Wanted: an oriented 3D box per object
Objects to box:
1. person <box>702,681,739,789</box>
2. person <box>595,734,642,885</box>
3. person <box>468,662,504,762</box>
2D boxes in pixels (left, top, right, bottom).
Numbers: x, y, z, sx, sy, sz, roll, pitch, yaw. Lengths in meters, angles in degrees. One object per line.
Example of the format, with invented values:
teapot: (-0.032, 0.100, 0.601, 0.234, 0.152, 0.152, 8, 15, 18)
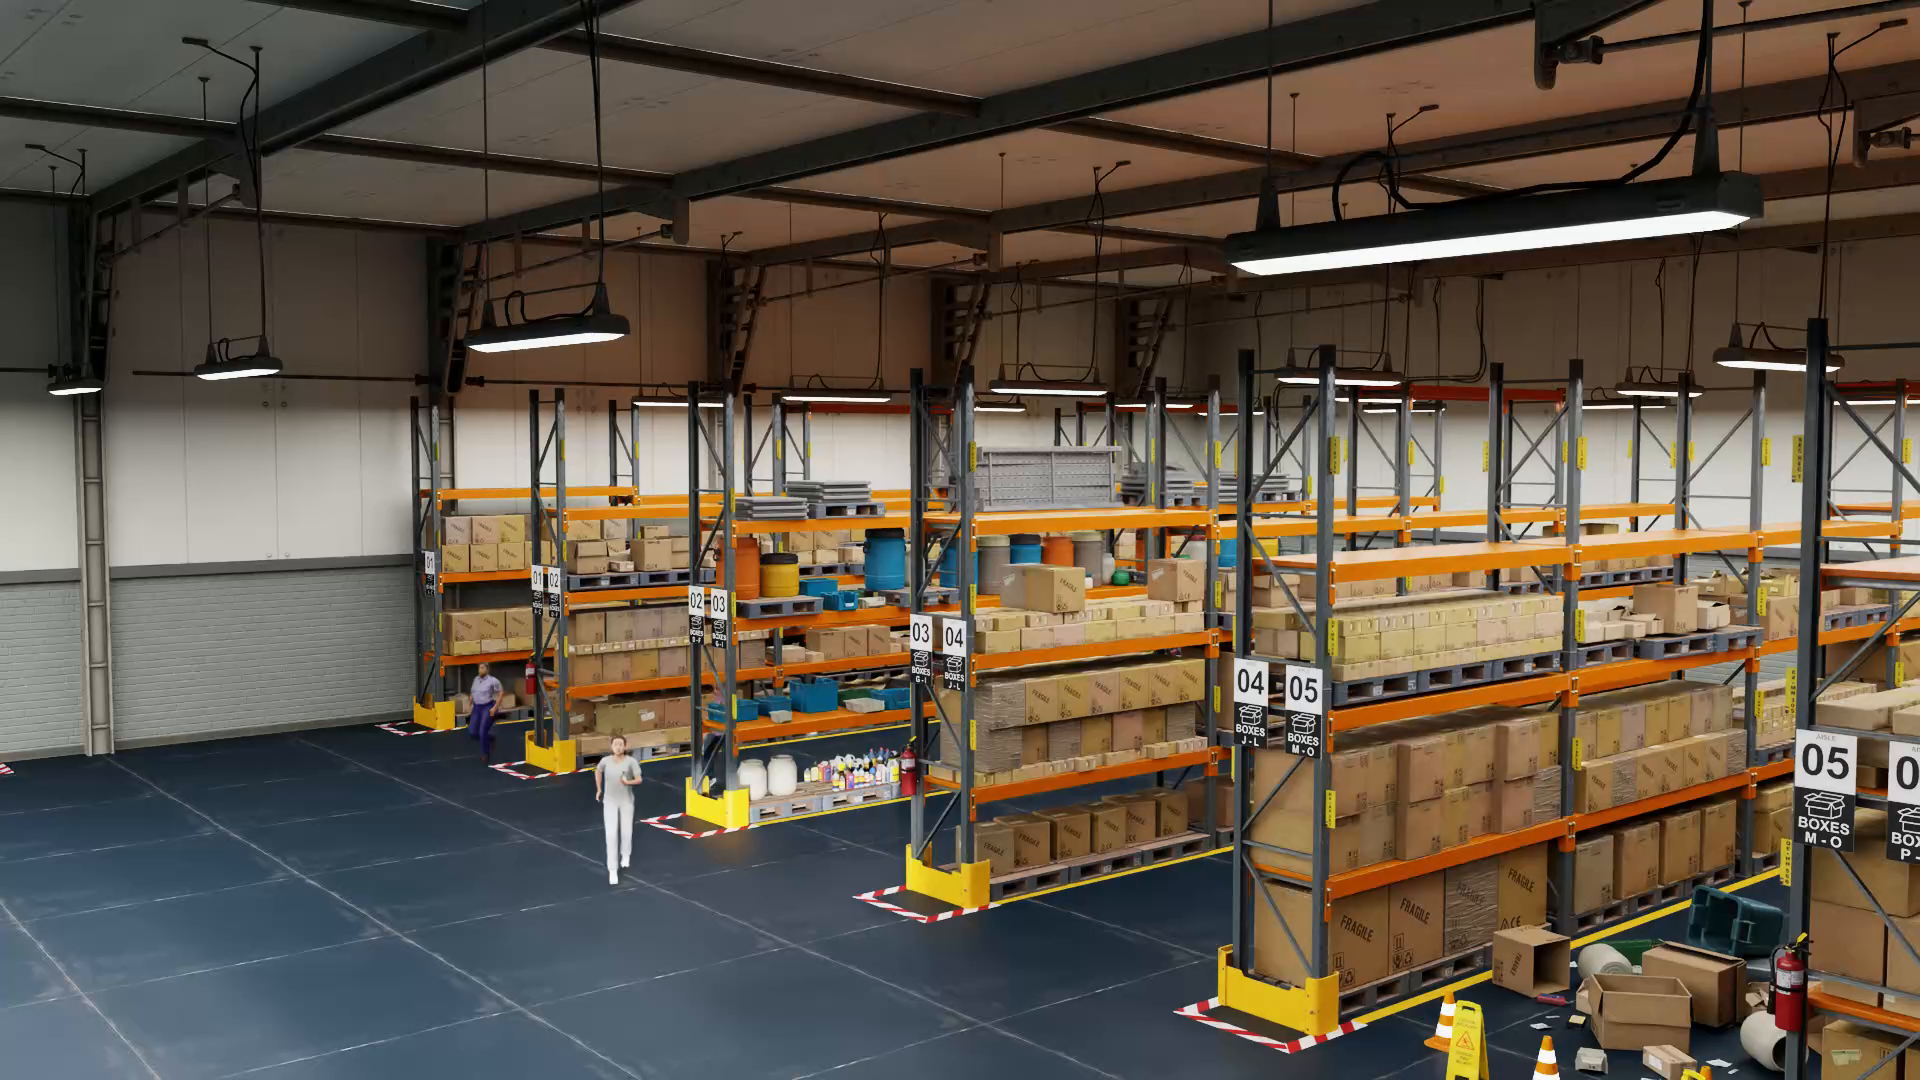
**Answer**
person: (-3.575, 2.905, 24.734, 0.712, 1.642, 0.506, -3, 5, -44)
person: (-4.049, 3.141, 19.734, 0.553, 1.685, 0.922, -1, 3, -11)
person: (-7.718, 2.781, 27.041, 0.639, 1.620, 0.531, 2, 4, 26)
